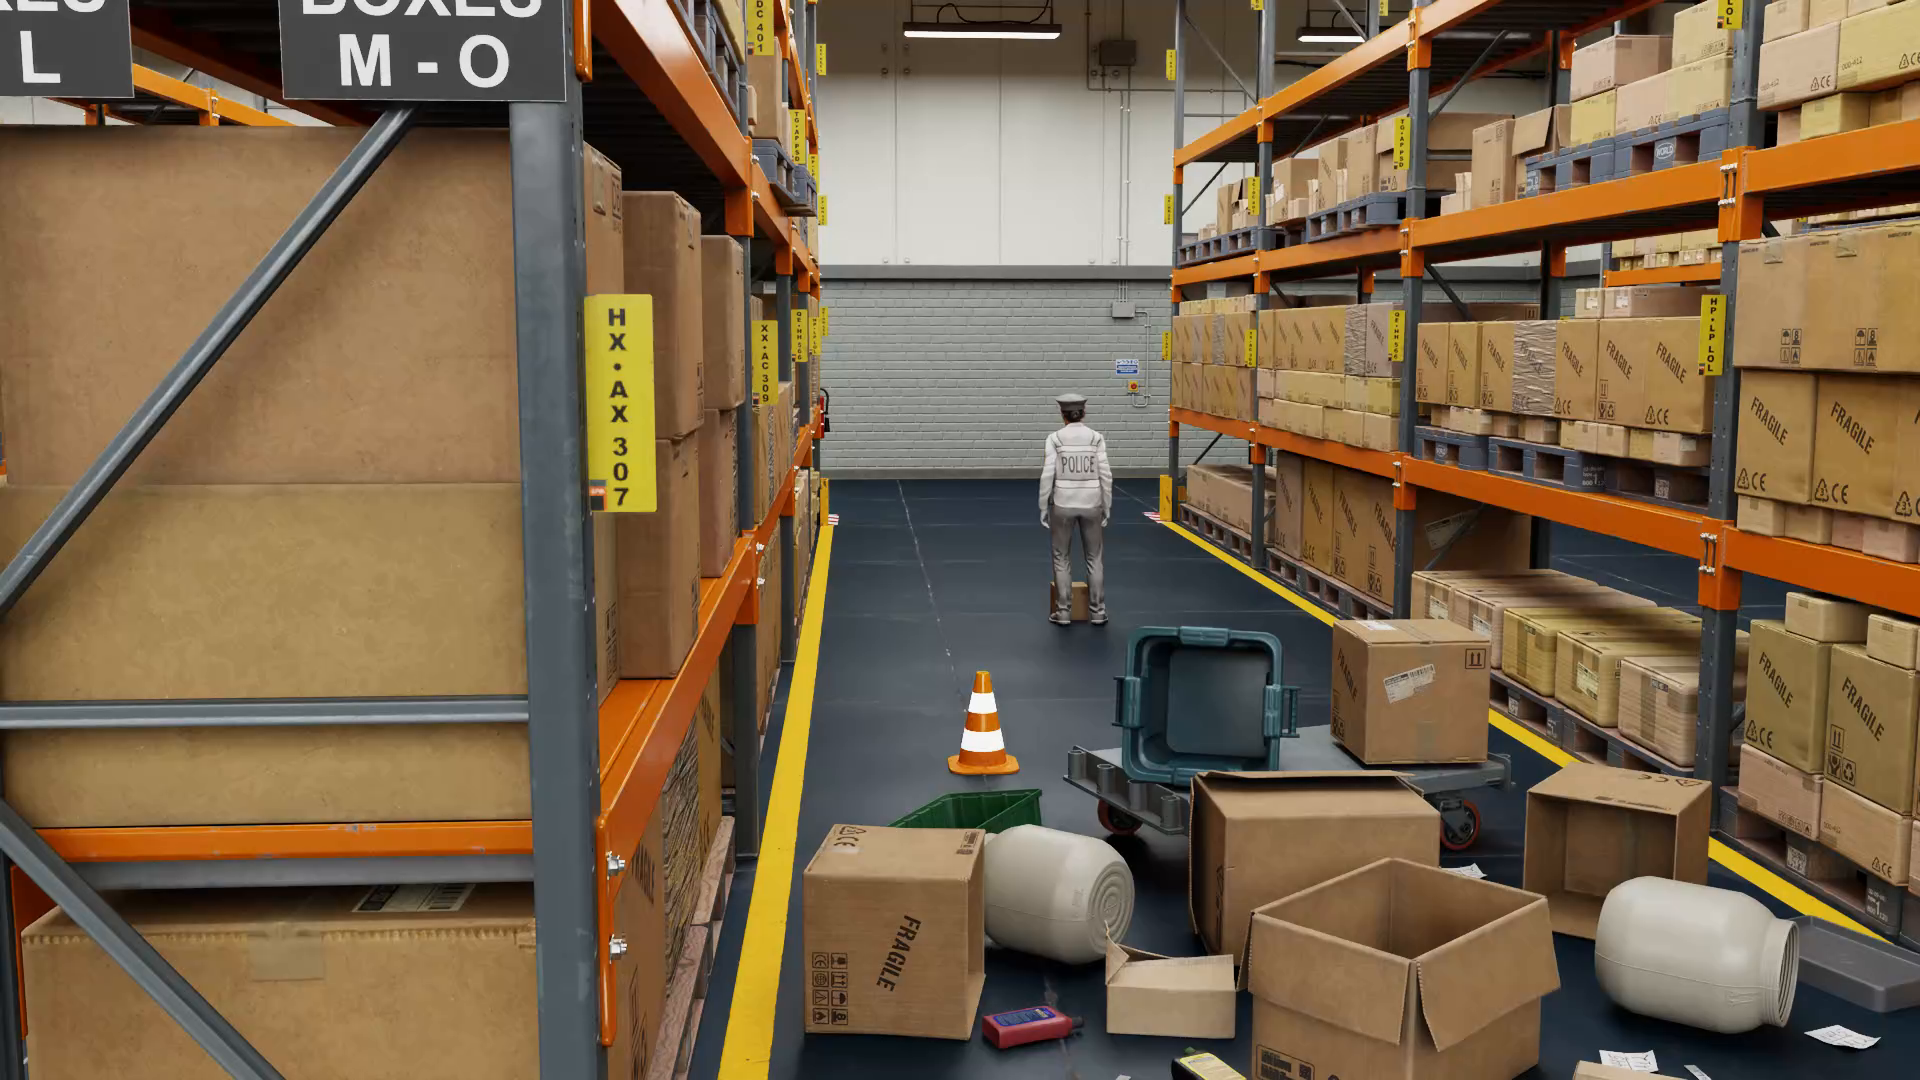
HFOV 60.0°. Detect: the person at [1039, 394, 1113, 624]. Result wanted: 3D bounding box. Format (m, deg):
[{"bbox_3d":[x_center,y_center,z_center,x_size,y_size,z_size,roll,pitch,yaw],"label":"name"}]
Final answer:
[{"bbox_3d":[0.835,-0.219,12.032,0.532,1.663,0.378,-1,7,-4],"label":"person"}]
